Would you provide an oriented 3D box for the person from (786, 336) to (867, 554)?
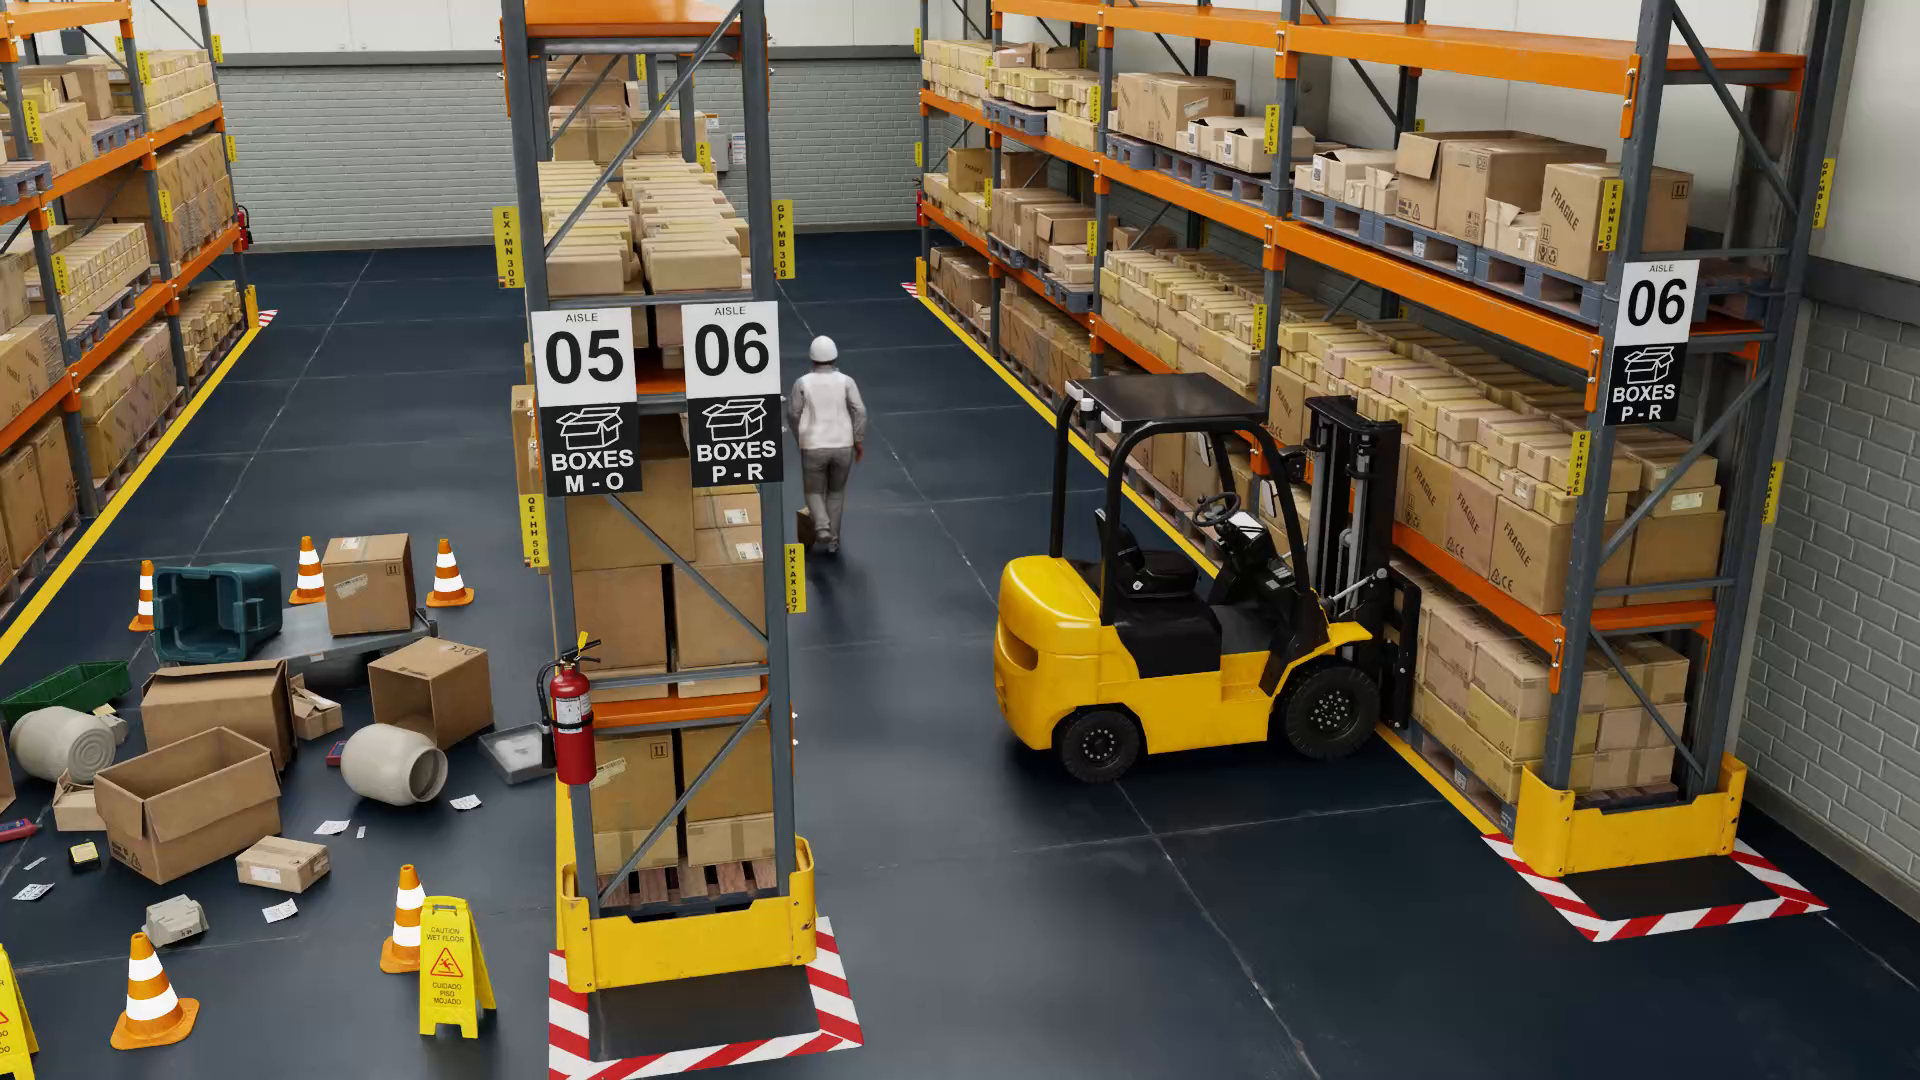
[{"bbox_3d":[-1.041,-0.712,13.102,0.631,1.726,0.744,-4,20,-11],"label":"person"}]
